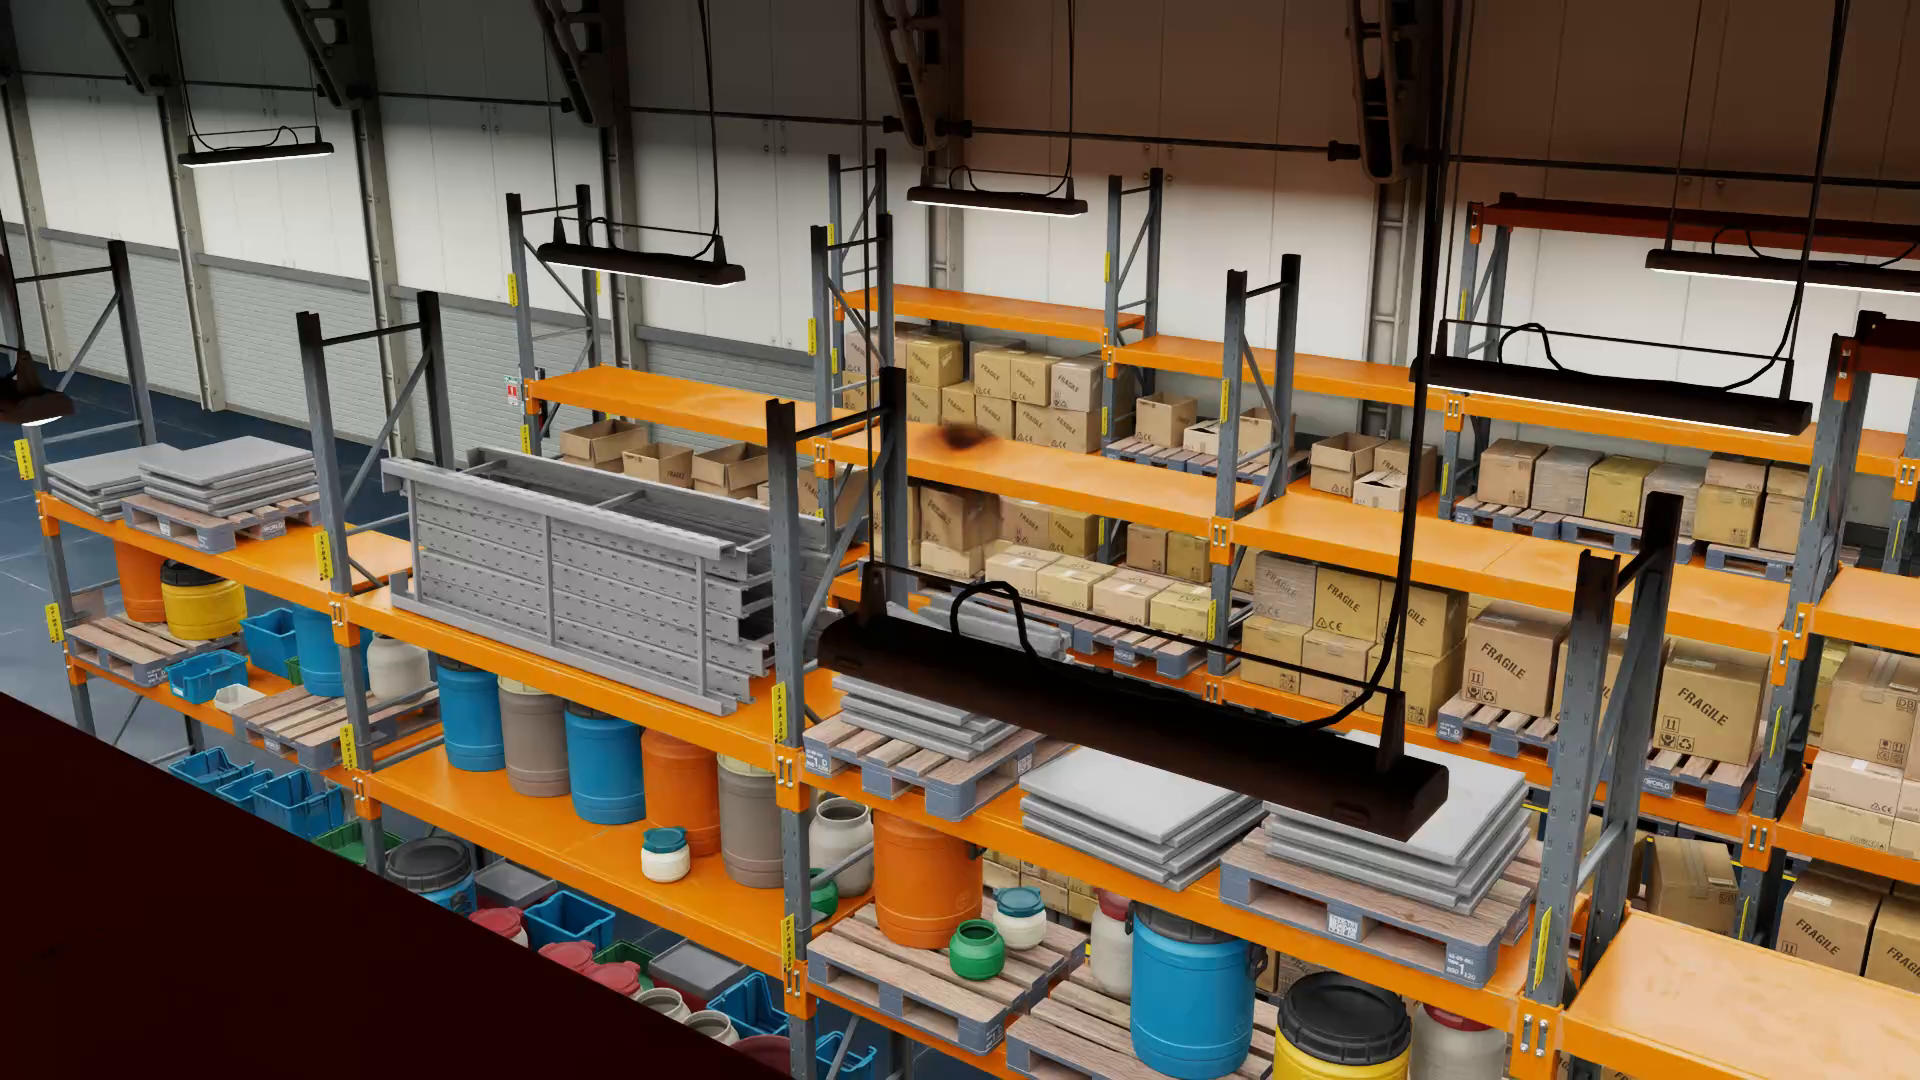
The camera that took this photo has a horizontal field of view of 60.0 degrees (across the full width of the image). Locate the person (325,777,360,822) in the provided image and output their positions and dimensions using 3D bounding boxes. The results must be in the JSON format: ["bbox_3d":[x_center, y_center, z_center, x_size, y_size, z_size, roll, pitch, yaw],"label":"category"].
[{"bbox_3d":[-5.821,2.249,15.743,0.577,1.695,0.391,9,21,25],"label":"person"}]
